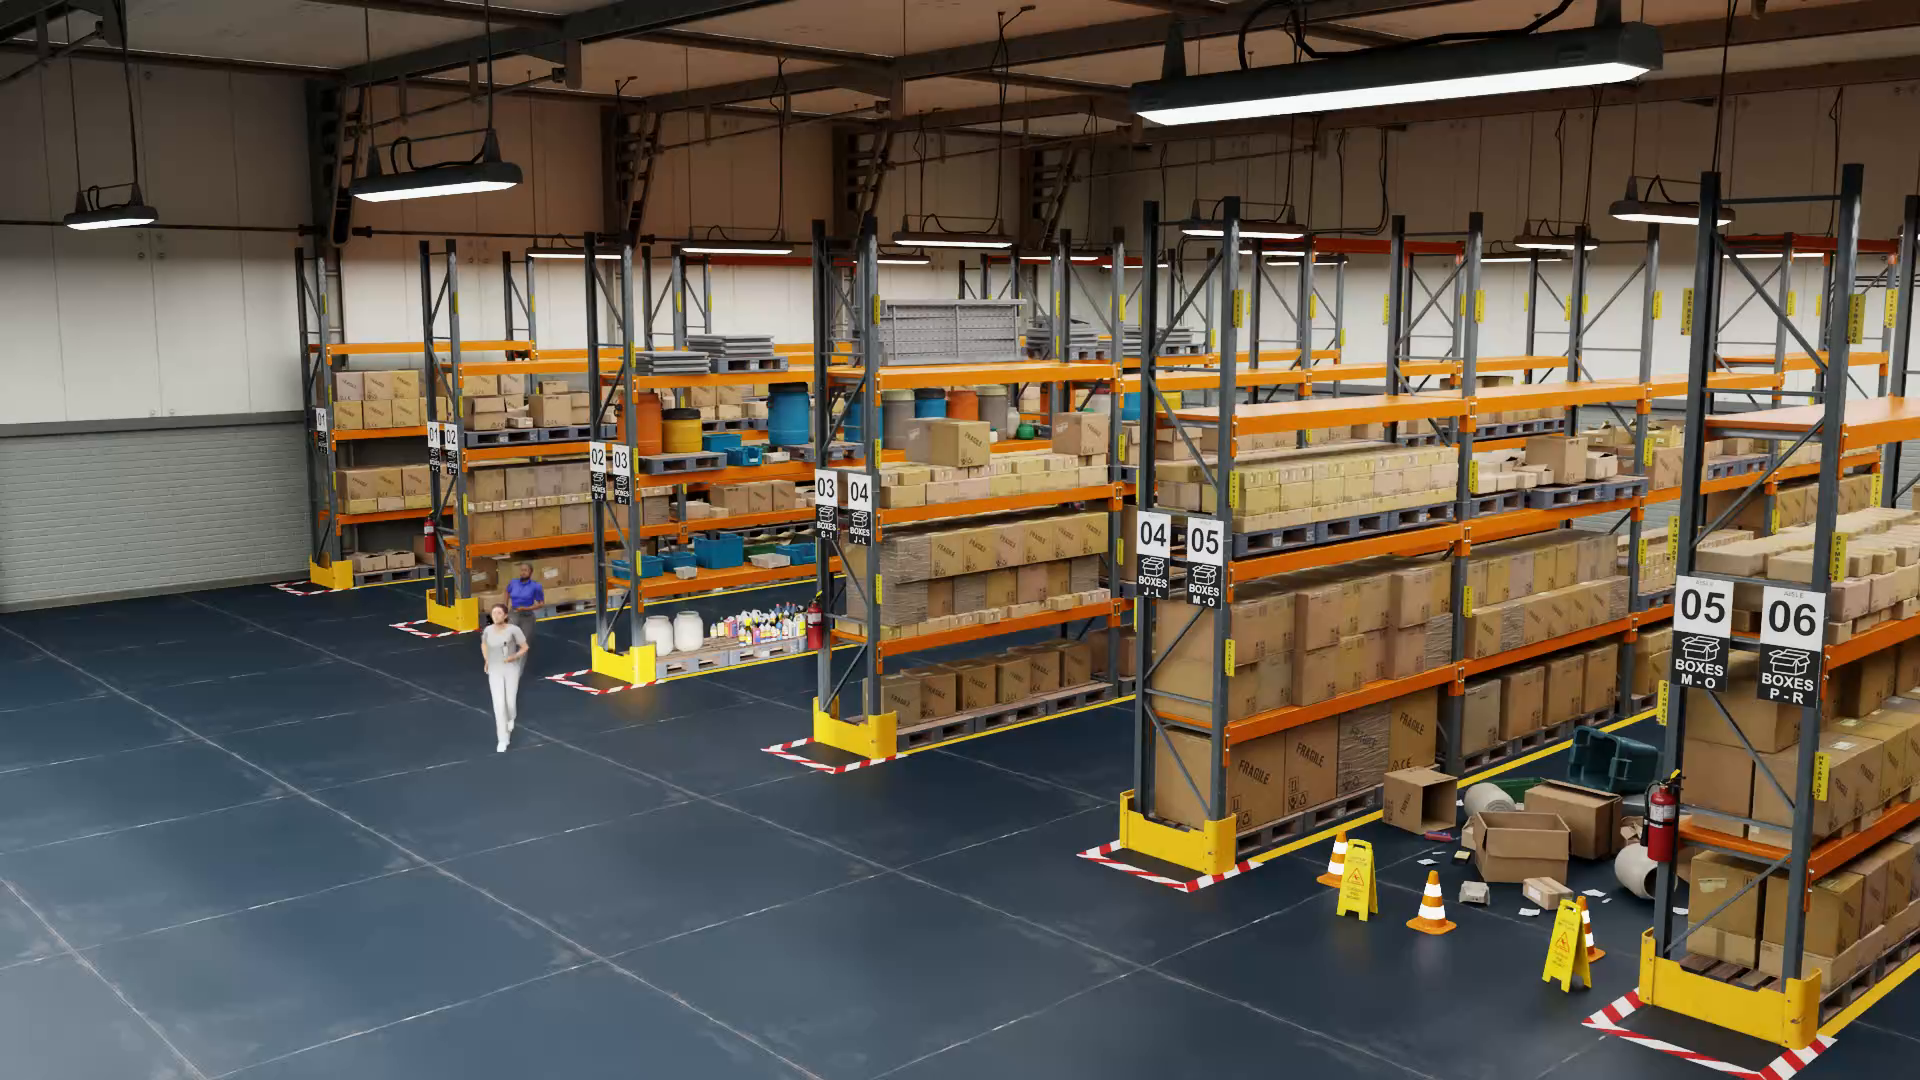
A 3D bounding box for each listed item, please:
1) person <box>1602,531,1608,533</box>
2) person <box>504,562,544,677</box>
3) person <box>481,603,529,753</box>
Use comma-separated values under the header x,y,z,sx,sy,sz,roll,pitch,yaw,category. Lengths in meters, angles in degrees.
x,y,z,sx,sy,sz,roll,pitch,yaw,category
9.461,0.744,24.429,0.894,1.759,0.642,-6,11,-37,person
-5.872,1.102,22.387,0.586,1.646,0.597,0,8,-2,person
-5.255,1.545,19.215,0.561,1.673,0.851,-1,8,-5,person
